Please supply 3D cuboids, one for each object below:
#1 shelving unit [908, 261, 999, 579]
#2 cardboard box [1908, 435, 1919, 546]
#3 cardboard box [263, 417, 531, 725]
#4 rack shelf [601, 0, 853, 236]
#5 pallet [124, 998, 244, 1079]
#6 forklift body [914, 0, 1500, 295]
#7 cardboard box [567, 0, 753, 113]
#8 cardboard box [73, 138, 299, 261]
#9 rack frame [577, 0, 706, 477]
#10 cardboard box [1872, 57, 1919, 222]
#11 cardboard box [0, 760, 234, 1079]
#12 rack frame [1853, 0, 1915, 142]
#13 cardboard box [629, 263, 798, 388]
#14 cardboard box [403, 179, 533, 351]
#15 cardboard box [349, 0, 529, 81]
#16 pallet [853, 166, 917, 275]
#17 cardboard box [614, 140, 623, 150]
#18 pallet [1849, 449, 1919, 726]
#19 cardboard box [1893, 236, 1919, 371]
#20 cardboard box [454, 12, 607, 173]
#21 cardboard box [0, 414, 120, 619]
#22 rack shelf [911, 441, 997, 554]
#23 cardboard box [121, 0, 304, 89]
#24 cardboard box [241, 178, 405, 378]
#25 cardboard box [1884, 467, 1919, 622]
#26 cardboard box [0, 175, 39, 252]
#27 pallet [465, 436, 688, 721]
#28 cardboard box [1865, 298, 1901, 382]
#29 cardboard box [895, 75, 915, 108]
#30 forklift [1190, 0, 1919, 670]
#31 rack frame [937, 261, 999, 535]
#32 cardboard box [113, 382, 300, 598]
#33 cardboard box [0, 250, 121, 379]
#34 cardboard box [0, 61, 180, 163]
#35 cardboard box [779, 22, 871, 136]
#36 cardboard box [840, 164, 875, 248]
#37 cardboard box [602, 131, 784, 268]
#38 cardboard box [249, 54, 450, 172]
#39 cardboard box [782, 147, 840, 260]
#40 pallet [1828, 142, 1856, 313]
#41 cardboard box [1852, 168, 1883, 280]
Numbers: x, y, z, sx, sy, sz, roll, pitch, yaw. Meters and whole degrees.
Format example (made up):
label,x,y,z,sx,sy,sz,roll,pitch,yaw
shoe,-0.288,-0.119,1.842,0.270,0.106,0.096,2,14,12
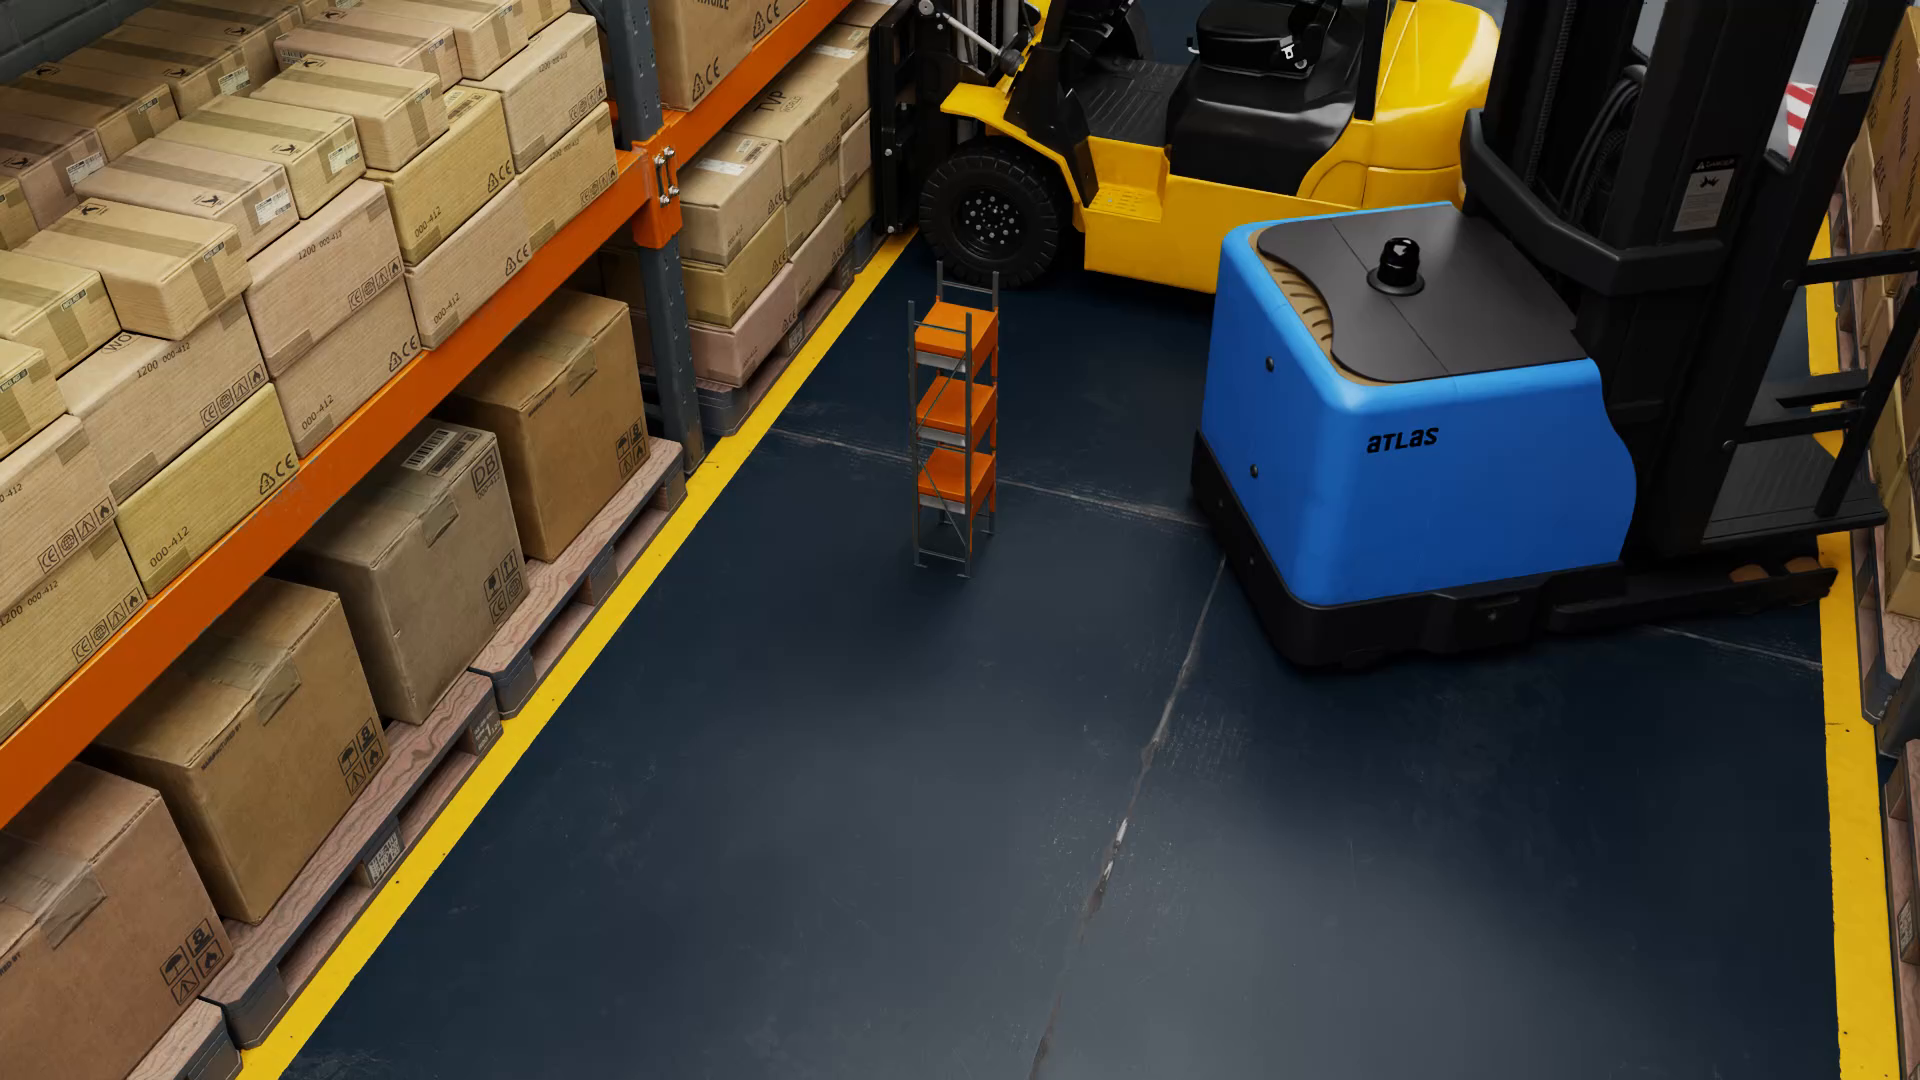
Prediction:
label,x,y,z,sx,sy,sz,roll,pitch,yaw
shelving unit,-0.018,-0.367,5.371,0.215,1.050,0.252,13,42,15
cardboard box,3.193,-0.237,4.934,0.500,0.500,0.500,13,42,14
cardboard box,-1.863,0.019,4.923,0.875,0.625,0.625,13,42,15
rack shelf,-0.739,-2.463,6.880,1.077,0.370,4.000,13,42,15
pallet,-2.472,1.490,3.841,1.003,0.211,1.213,13,42,15
forklift body,1.011,-2.072,6.522,2.313,2.155,1.214,13,42,15
cardboard box,-1.026,-1.768,5.434,0.500,0.500,0.500,12,42,14
cardboard box,-1.740,-0.758,3.751,0.380,0.149,0.250,14,42,15
rack frame,-1.423,-1.517,5.217,1.000,3.000,0.127,13,42,15
cardboard box,3.893,-1.491,6.404,0.500,0.500,0.500,12,42,13
cardboard box,-2.348,0.888,3.904,0.875,0.625,0.625,15,43,16
rack frame,4.611,-2.857,6.788,1.000,3.000,0.127,13,42,15
cardboard box,-0.946,-0.852,6.233,0.500,0.250,0.500,14,42,16
cardboard box,-1.516,-0.787,4.477,0.500,0.250,0.500,13,42,15
cardboard box,-1.402,-1.383,4.483,0.380,0.149,0.250,13,42,14
pallet,-0.696,-1.679,7.555,1.003,0.211,1.213,13,42,15
cardboard box,-1.436,-1.354,6.051,0.500,0.250,0.500,14,42,16
pallet,3.440,0.226,5.323,1.003,0.211,1.213,13,42,15
cardboard box,3.539,-0.859,5.663,0.500,0.500,0.500,15,43,17
cardboard box,-1.350,-1.294,4.686,0.500,0.250,0.500,12,42,14
cardboard box,-2.041,-0.047,3.225,0.500,0.250,0.500,12,42,14
rack shelf,-0.018,-0.147,5.558,0.215,0.259,0.240,13,42,15
cardboard box,-1.972,-1.331,4.422,0.380,0.149,0.250,13,42,15
cardboard box,-1.700,-0.668,3.952,0.500,0.250,0.500,14,42,16
cardboard box,3.193,0.048,5.177,0.500,0.250,0.500,15,43,17
cardboard box,-2.310,-0.716,3.701,0.380,0.149,0.250,14,42,15
pallet,-1.638,0.002,5.585,1.003,0.211,1.213,13,42,15
cardboard box,3.544,-0.588,5.923,0.500,0.250,0.500,14,42,16
cardboard box,-0.440,-1.967,7.154,0.500,0.250,0.500,13,42,15
forklift,2.386,-1.199,4.897,3.031,2.935,1.130,-8,41,-9
rack frame,0.023,-0.441,5.458,0.200,1.050,0.008,13,42,15
cardboard box,-1.884,-0.174,3.759,0.500,0.250,0.500,15,43,16
cardboard box,-1.975,-0.461,3.402,0.380,0.149,0.250,13,42,15
cardboard box,-2.148,-1.024,4.063,0.380,0.149,0.250,13,42,15
cardboard box,-0.619,-1.852,6.635,0.500,0.250,0.500,15,43,17
cardboard box,-0.626,-1.482,6.971,0.500,0.250,0.500,14,42,16
cardboard box,-0.962,-1.237,5.913,0.500,0.250,0.500,13,42,14
cardboard box,-1.500,-1.055,4.099,0.380,0.149,0.250,12,42,14
cardboard box,-0.797,-1.355,6.437,0.500,0.250,0.500,13,42,15
pallet,4.274,-1.263,7.067,1.003,0.211,1.213,13,42,15
cardboard box,3.894,-1.231,6.677,0.500,0.250,0.500,15,43,17
